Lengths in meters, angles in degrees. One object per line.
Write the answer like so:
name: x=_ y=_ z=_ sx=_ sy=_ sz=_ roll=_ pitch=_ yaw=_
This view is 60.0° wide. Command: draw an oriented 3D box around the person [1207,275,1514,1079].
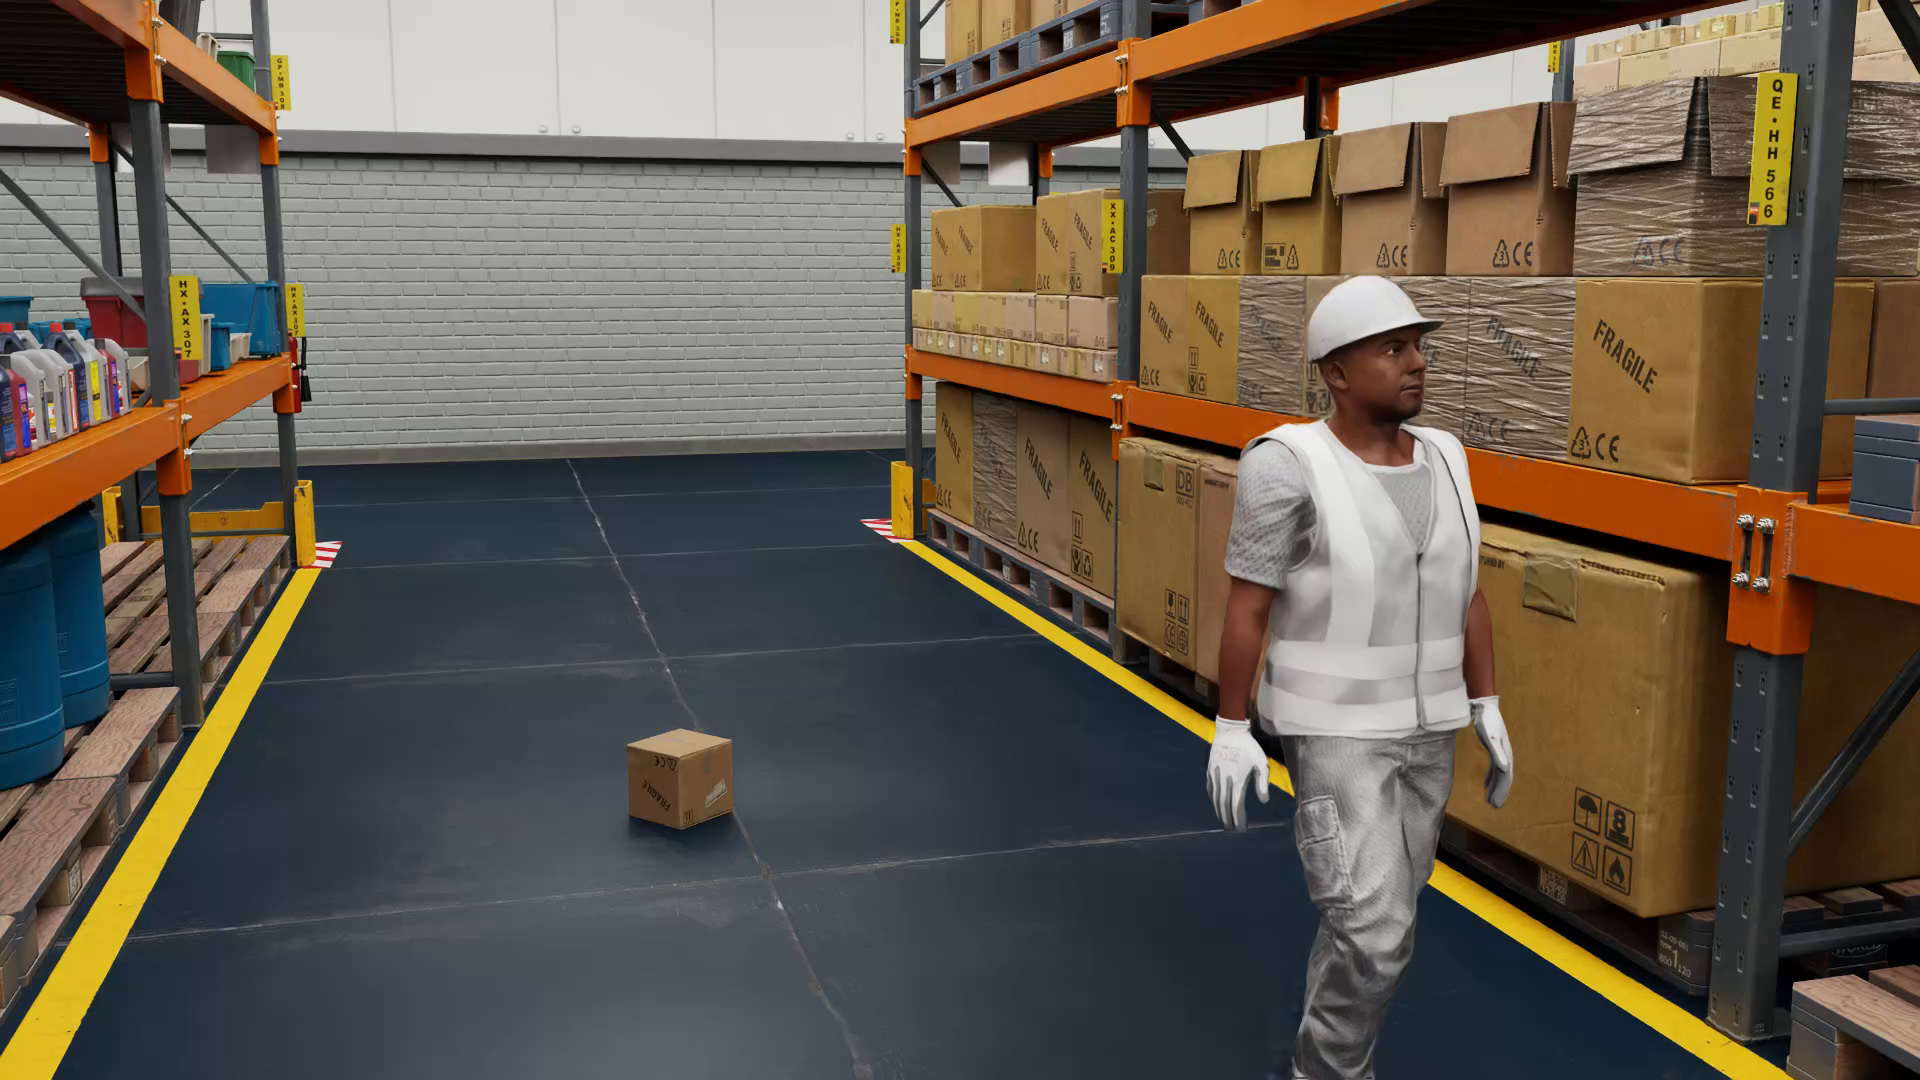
person: x=0.811 y=0.410 z=3.265 sx=0.602 sy=1.836 sz=0.505 roll=-5 pitch=10 yaw=-28
